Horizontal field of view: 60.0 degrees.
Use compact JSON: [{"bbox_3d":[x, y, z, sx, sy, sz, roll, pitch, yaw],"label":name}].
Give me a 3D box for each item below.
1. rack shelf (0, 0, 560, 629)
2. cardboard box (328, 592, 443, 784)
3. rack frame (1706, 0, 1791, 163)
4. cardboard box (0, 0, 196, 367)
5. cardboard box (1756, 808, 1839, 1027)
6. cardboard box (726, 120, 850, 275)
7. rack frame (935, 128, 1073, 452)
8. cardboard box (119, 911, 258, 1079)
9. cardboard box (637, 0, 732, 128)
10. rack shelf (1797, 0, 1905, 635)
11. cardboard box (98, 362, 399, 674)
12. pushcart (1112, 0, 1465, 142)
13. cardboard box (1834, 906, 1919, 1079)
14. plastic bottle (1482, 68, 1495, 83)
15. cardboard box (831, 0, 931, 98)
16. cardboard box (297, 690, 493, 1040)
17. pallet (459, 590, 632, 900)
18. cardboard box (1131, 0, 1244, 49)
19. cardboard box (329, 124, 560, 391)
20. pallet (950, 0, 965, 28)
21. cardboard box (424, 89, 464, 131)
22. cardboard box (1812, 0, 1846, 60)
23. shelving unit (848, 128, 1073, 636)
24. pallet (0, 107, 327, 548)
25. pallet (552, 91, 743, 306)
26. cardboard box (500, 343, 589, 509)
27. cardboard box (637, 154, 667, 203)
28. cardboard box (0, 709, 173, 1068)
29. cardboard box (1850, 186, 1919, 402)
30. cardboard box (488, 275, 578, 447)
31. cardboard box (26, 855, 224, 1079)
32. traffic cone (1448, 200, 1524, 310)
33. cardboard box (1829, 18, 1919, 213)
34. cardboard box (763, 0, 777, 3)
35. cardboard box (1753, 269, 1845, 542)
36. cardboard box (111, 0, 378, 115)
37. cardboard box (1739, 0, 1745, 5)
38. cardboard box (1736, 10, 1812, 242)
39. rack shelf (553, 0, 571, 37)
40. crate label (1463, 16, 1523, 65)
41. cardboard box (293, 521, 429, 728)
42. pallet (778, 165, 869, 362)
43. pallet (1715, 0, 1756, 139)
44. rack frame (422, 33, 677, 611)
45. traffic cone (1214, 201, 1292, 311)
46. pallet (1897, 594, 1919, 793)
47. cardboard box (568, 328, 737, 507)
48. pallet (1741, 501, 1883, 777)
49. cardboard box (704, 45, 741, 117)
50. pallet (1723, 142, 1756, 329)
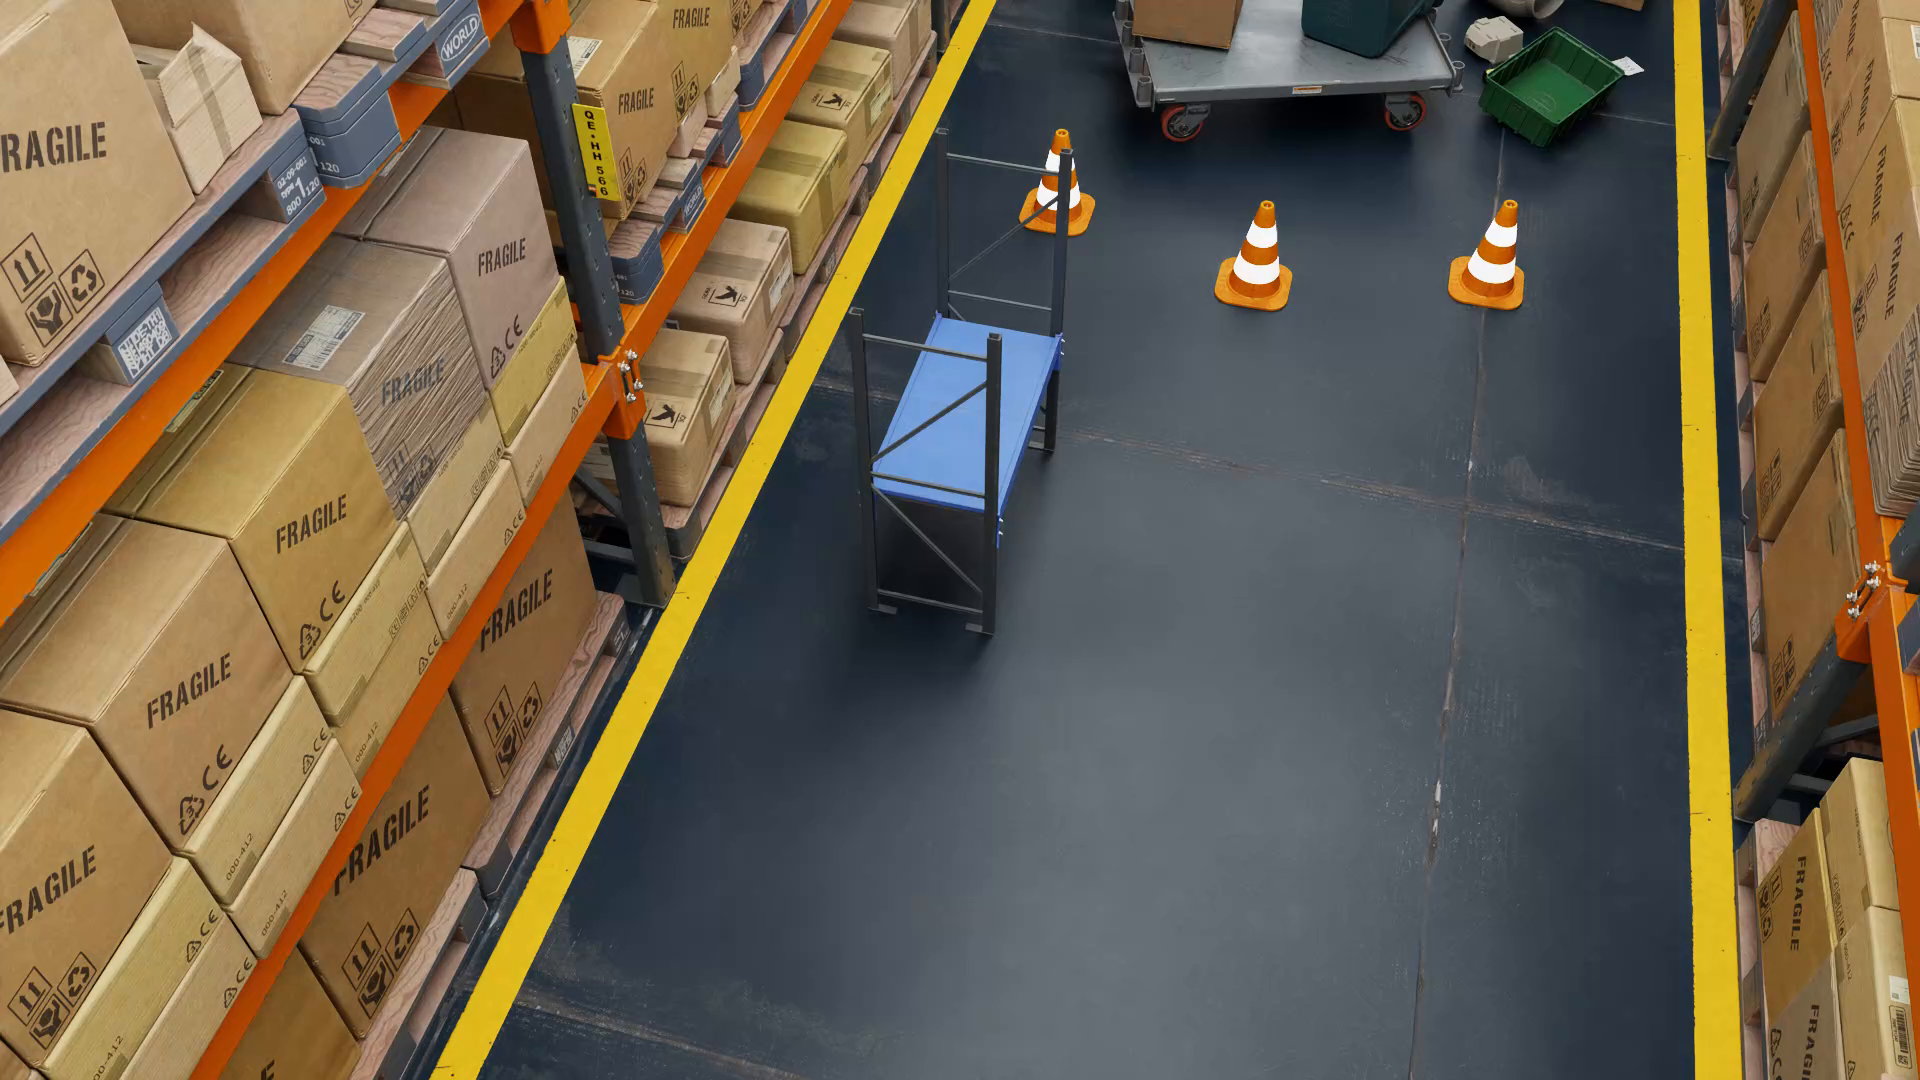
[{"bbox_3d":[-2.132,-0.170,3.297,1.077,0.370,4.000,12,50,10],"label":"rack shelf"},{"bbox_3d":[-1.755,0.338,4.470,0.500,0.250,0.500,11,50,10],"label":"cardboard box"},{"bbox_3d":[4.250,-2.852,7.185,1.000,3.000,0.127,12,50,10],"label":"rack frame"},{"bbox_3d":[-1.789,-0.695,2.934,0.500,0.500,0.500,12,50,10],"label":"cardboard box"},{"bbox_3d":[2.765,1.191,5.004,0.500,0.500,0.500,10,49,8],"label":"cardboard box"},{"bbox_3d":[-1.055,-1.621,7.571,0.950,0.372,0.625,13,50,11],"label":"cardboard box"},{"bbox_3d":[0.156,-0.926,6.486,0.500,1.500,0.032,12,50,10],"label":"rack frame"},{"bbox_3d":[-2.003,1.072,3.822,0.500,0.250,0.500,11,50,10],"label":"cardboard box"},{"bbox_3d":[-1.133,-1.791,5.704,0.500,0.500,0.500,14,50,12],"label":"cardboard box"},{"bbox_3d":[3.723,-1.167,6.178,1.077,0.370,4.000,12,50,10],"label":"rack shelf"},{"bbox_3d":[-1.753,-0.070,3.996,0.500,0.500,0.500,12,50,10],"label":"cardboard box"},{"bbox_3d":[1.660,-2.474,8.601,1.648,0.377,0.936,-4,49,-3],"label":"pushcart"},{"bbox_3d":[2.648,1.299,4.408,0.500,0.250,0.500,11,49,10],"label":"cardboard box"},{"bbox_3d":[2.866,-2.377,8.726,0.133,0.061,0.283,-11,50,-10],"label":"plastic bottle"},{"bbox_3d":[-0.688,-2.645,8.475,0.950,0.372,0.625,12,50,11],"label":"cardboard box"},{"bbox_3d":[-2.106,0.829,5.073,0.875,0.875,0.875,12,50,10],"label":"cardboard box"},{"bbox_3d":[-1.885,0.616,5.984,1.003,0.211,1.213,12,50,10],"label":"pallet"},{"bbox_3d":[1.173,-2.849,8.345,0.500,0.500,0.500,12,50,10],"label":"cardboard box"},{"bbox_3d":[-1.489,-0.801,4.641,0.500,0.500,0.500,10,49,9],"label":"cardboard box"},{"bbox_3d":[-0.410,-3.325,9.463,1.003,0.211,1.213,12,50,10],"label":"pallet"},{"bbox_3d":[-1.754,-1.516,5.461,0.500,0.500,0.500,10,49,9],"label":"cardboard box"},{"bbox_3d":[3.719,-2.192,6.536,0.500,0.500,0.500,12,50,10],"label":"cardboard box"},{"bbox_3d":[0.022,-0.558,6.161,0.538,1.500,1.048,12,50,10],"label":"shelving unit"},{"bbox_3d":[-2.015,-0.507,3.241,1.003,0.211,1.213,14,50,12],"label":"pallet"},{"bbox_3d":[-1.520,-1.335,5.975,1.213,0.211,1.003,12,50,10],"label":"pallet"},{"bbox_3d":[-1.488,-0.396,5.117,0.500,0.250,0.500,10,49,9],"label":"cardboard box"},{"bbox_3d":[-1.234,-1.314,5.716,0.380,0.149,0.250,9,49,8],"label":"cardboard box"},{"bbox_3d":[-2.023,0.670,3.343,0.500,0.500,0.500,10,49,9],"label":"cardboard box"},{"bbox_3d":[3.189,-0.731,5.247,0.500,0.500,0.500,12,50,10],"label":"cardboard box"},{"bbox_3d":[-1.488,-0.577,4.944,0.500,0.250,0.500,11,50,10],"label":"cardboard box"},{"bbox_3d":[-2.002,0.910,3.631,0.500,0.250,0.500,12,50,11],"label":"cardboard box"},{"bbox_3d":[2.440,-1.340,7.543,0.336,0.463,0.334,12,50,10],"label":"traffic cone"},{"bbox_3d":[3.451,-1.464,5.894,0.500,0.500,0.500,12,50,11],"label":"cardboard box"},{"bbox_3d":[-0.868,-2.276,6.564,0.380,0.149,0.250,13,50,11],"label":"cardboard box"},{"bbox_3d":[3.671,-0.409,6.249,1.050,0.750,0.750,12,50,11],"label":"cardboard box"},{"bbox_3d":[-1.683,-1.273,3.444,0.700,0.500,0.500,9,49,8],"label":"cardboard box"},{"bbox_3d":[4.716,-3.381,8.790,0.875,0.875,0.875,12,50,10],"label":"cardboard box"},{"bbox_3d":[4.173,-1.780,7.459,1.050,0.750,0.750,11,50,10],"label":"cardboard box"},{"bbox_3d":[-1.079,-3.063,5.851,1.077,0.370,4.000,12,50,10],"label":"rack shelf"},{"bbox_3d":[2.880,-2.704,8.964,0.298,0.136,0.250,-19,51,-16],"label":"crate label"},{"bbox_3d":[-1.734,0.168,4.286,0.500,0.250,0.500,10,49,9],"label":"cardboard box"},{"bbox_3d":[-1.075,-1.384,7.750,1.003,0.211,1.213,12,50,10],"label":"pallet"},{"bbox_3d":[4.525,-2.464,8.702,1.003,0.211,1.213,12,50,10],"label":"pallet"},{"bbox_3d":[-1.605,-0.862,5.429,1.000,3.000,0.127,12,50,10],"label":"rack frame"},{"bbox_3d":[1.360,-1.336,7.539,0.336,0.463,0.334,12,50,10],"label":"traffic cone"},{"bbox_3d":[3.112,0.642,4.230,1.213,0.211,1.003,12,50,10],"label":"pallet"},{"bbox_3d":[-1.447,-0.538,6.616,0.950,0.372,0.625,9,49,7],"label":"cardboard box"},{"bbox_3d":[3.477,0.409,6.167,1.003,0.211,1.213,12,50,10],"label":"pallet"},{"bbox_3d":[-1.025,-1.698,6.054,0.380,0.149,0.250,12,50,10],"label":"cardboard box"},{"bbox_3d":[4.119,-1.356,7.725,1.003,0.211,1.213,12,50,10],"label":"pallet"}]
